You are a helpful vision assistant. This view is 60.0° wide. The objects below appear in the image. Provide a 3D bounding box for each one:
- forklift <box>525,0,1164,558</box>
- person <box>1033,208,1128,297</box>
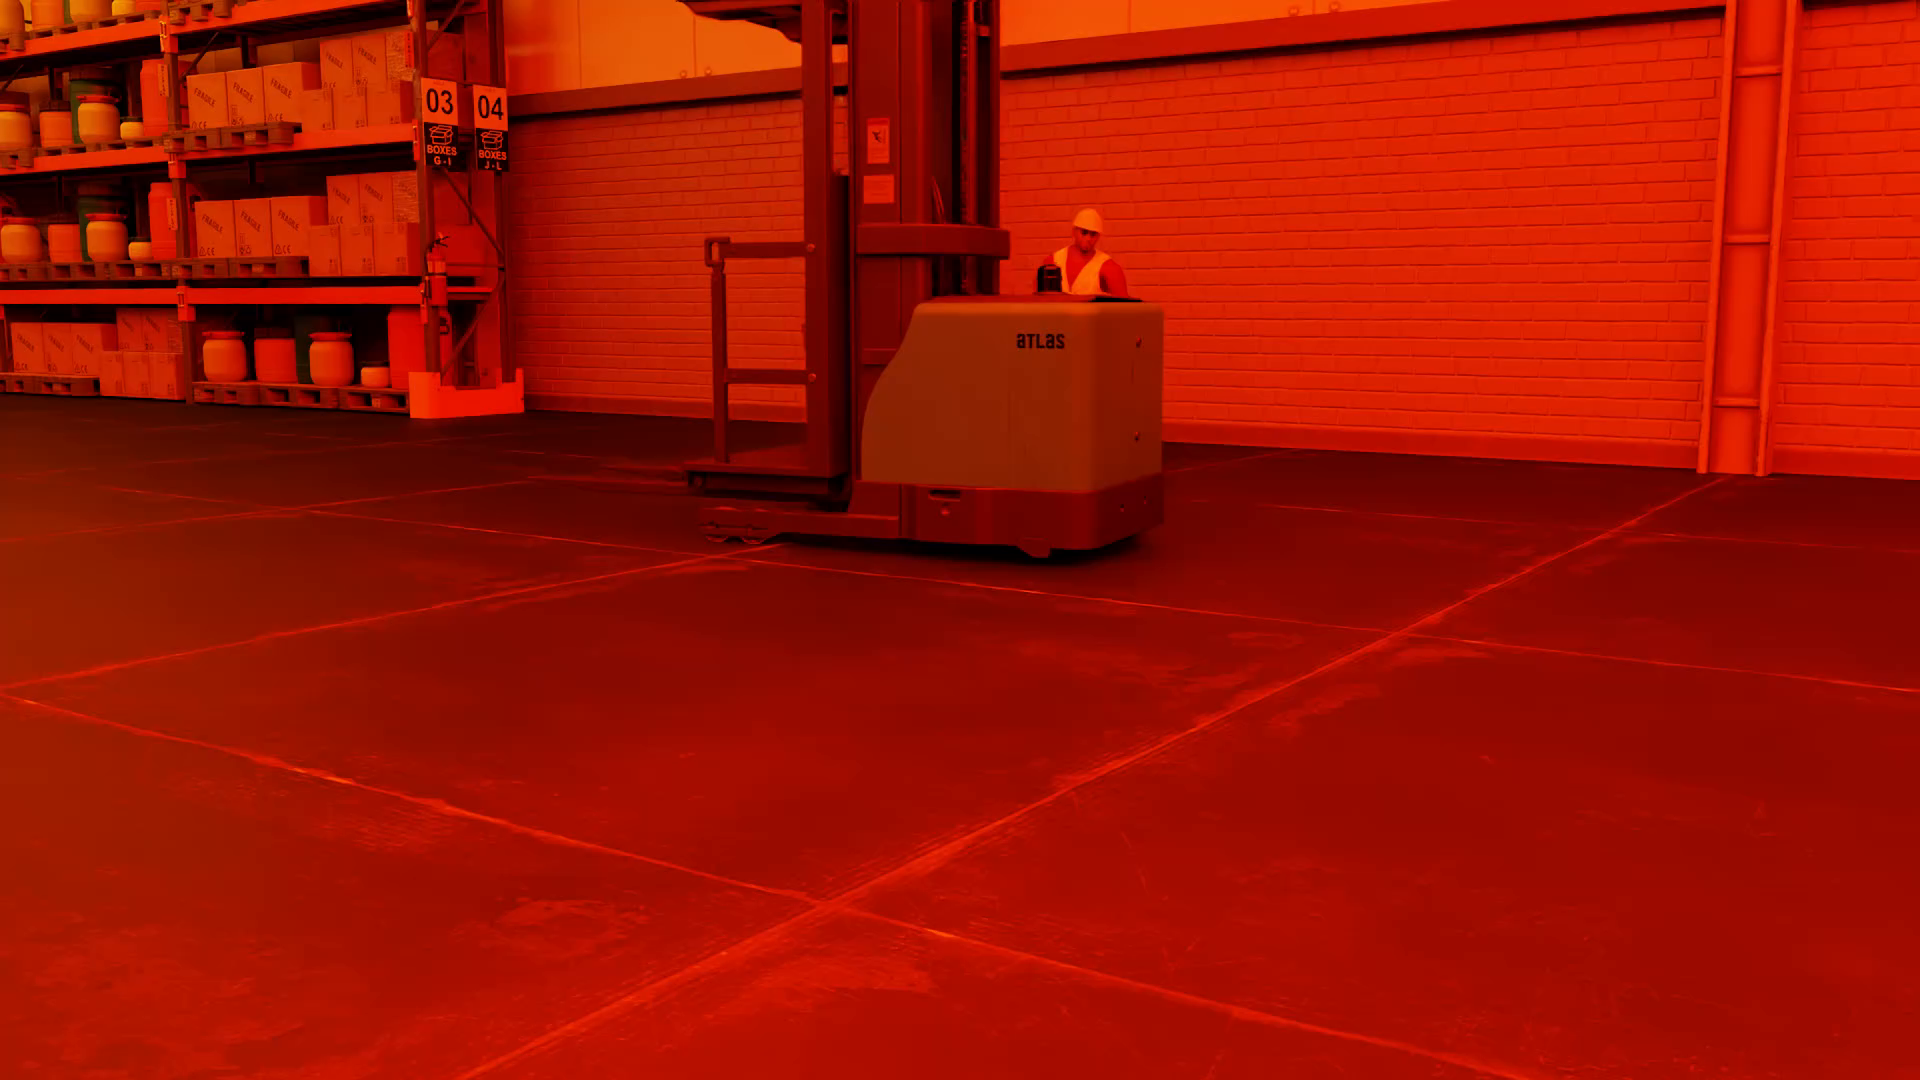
[{"bbox_3d":[-0.625,-1.490,7.668,3.031,2.935,1.130,4,9,24],"label":"forklift"},{"bbox_3d":[0.777,-1.359,11.271,0.902,1.741,0.487,4,9,25],"label":"person"}]
